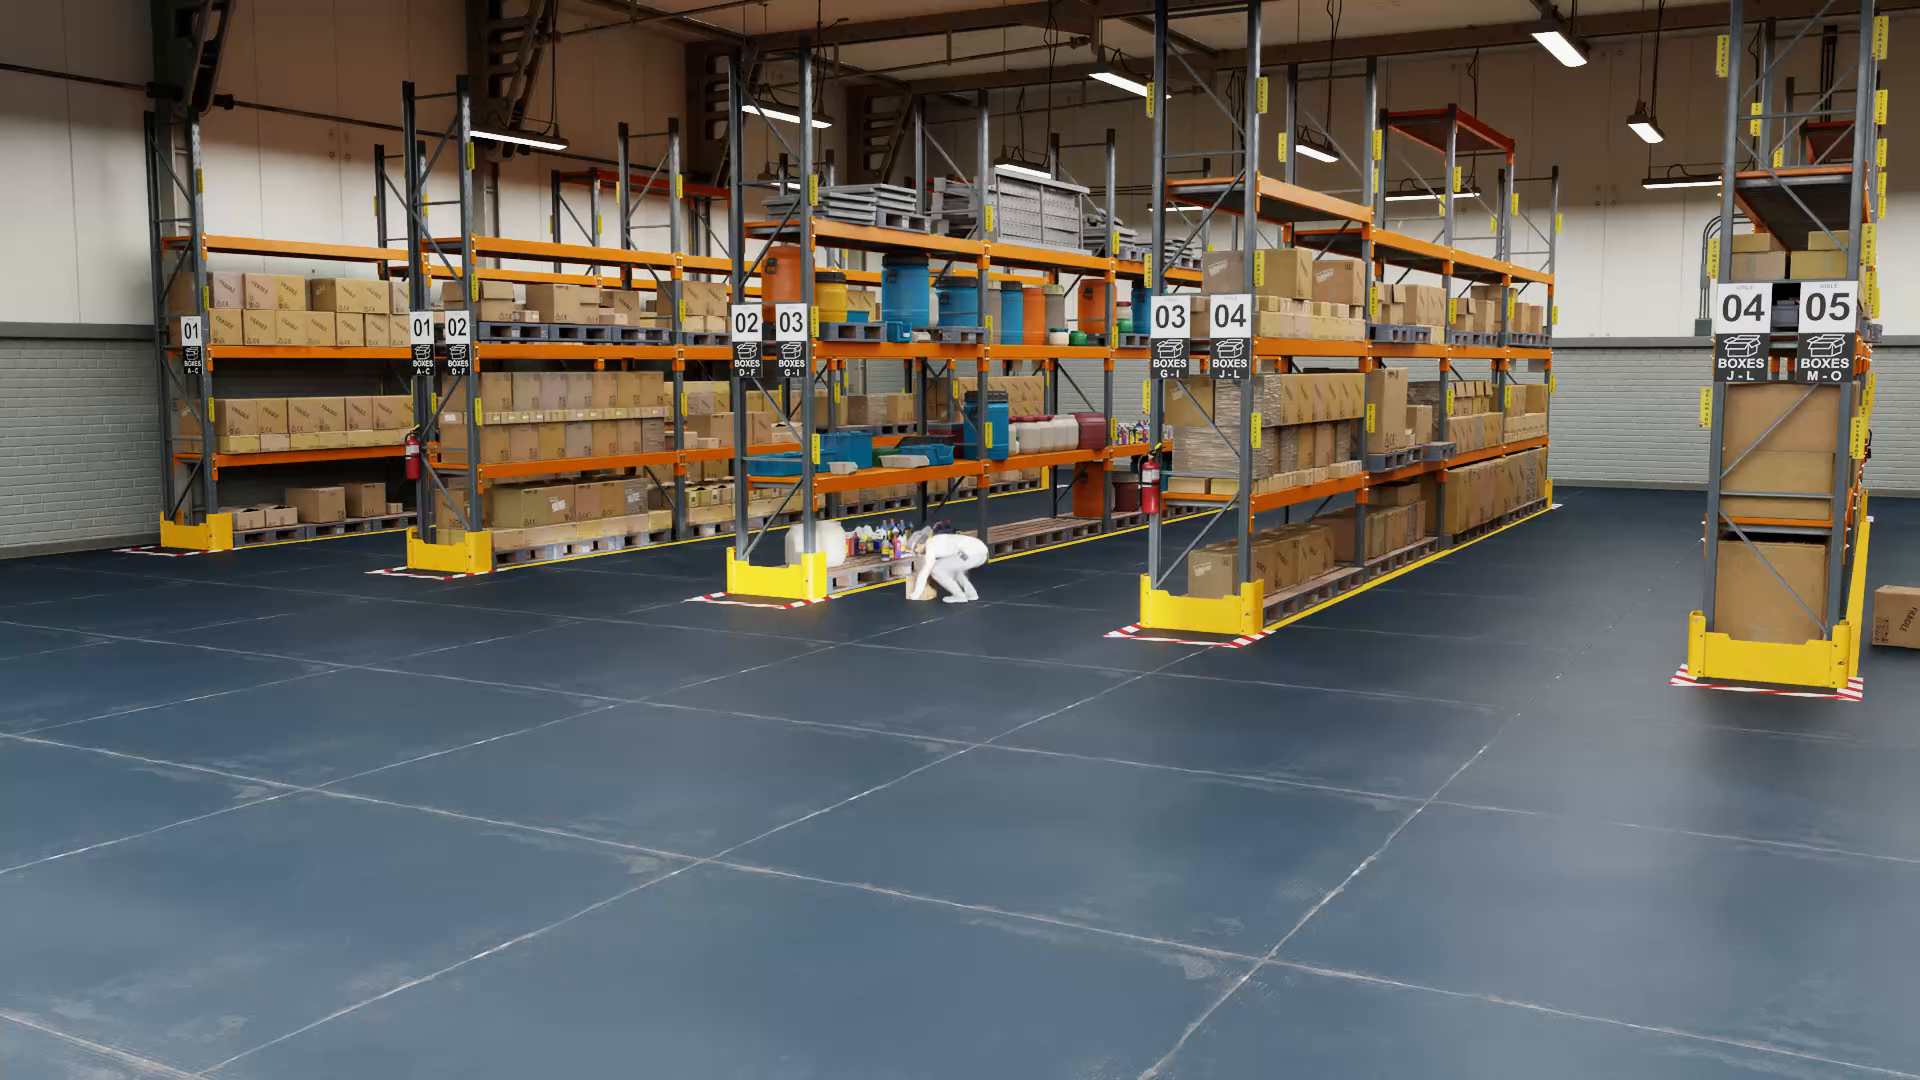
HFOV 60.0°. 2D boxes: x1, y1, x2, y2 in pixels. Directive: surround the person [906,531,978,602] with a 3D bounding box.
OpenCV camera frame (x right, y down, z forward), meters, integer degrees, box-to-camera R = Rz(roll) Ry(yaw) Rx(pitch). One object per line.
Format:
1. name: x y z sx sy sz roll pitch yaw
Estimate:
1. person: -0.202 0.290 18.053 0.812 0.763 0.415 3 7 27
